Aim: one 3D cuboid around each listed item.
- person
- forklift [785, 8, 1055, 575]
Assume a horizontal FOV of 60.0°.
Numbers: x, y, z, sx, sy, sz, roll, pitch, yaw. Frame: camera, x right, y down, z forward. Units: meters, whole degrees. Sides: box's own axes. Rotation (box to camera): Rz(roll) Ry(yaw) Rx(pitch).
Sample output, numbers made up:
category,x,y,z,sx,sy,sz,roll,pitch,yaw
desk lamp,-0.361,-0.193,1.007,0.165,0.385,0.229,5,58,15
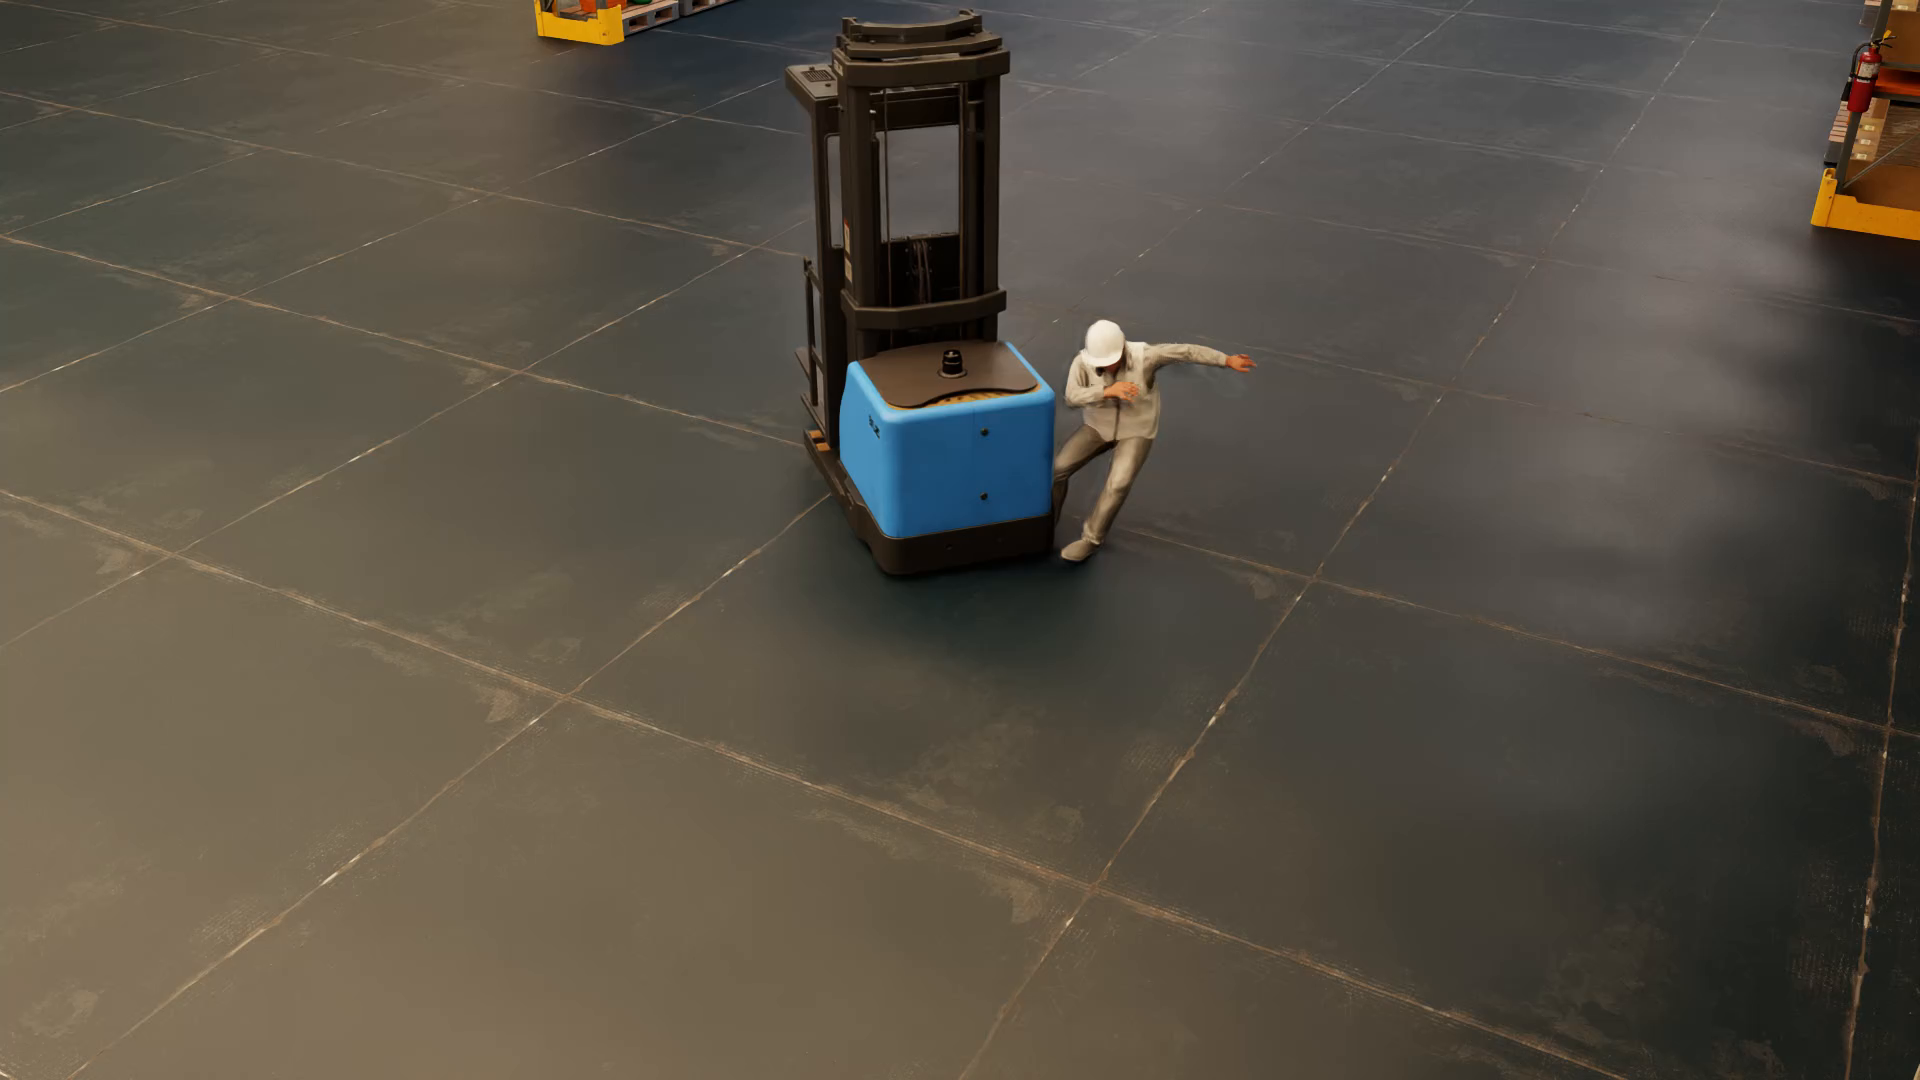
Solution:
category,x,y,z,sx,sy,sz,roll,pitch,yaw
person,1.012,-0.595,9.635,1.278,1.456,0.839,7,31,12
forklift,-0.393,-1.792,10.175,1.130,2.935,3.031,-9,31,-16
